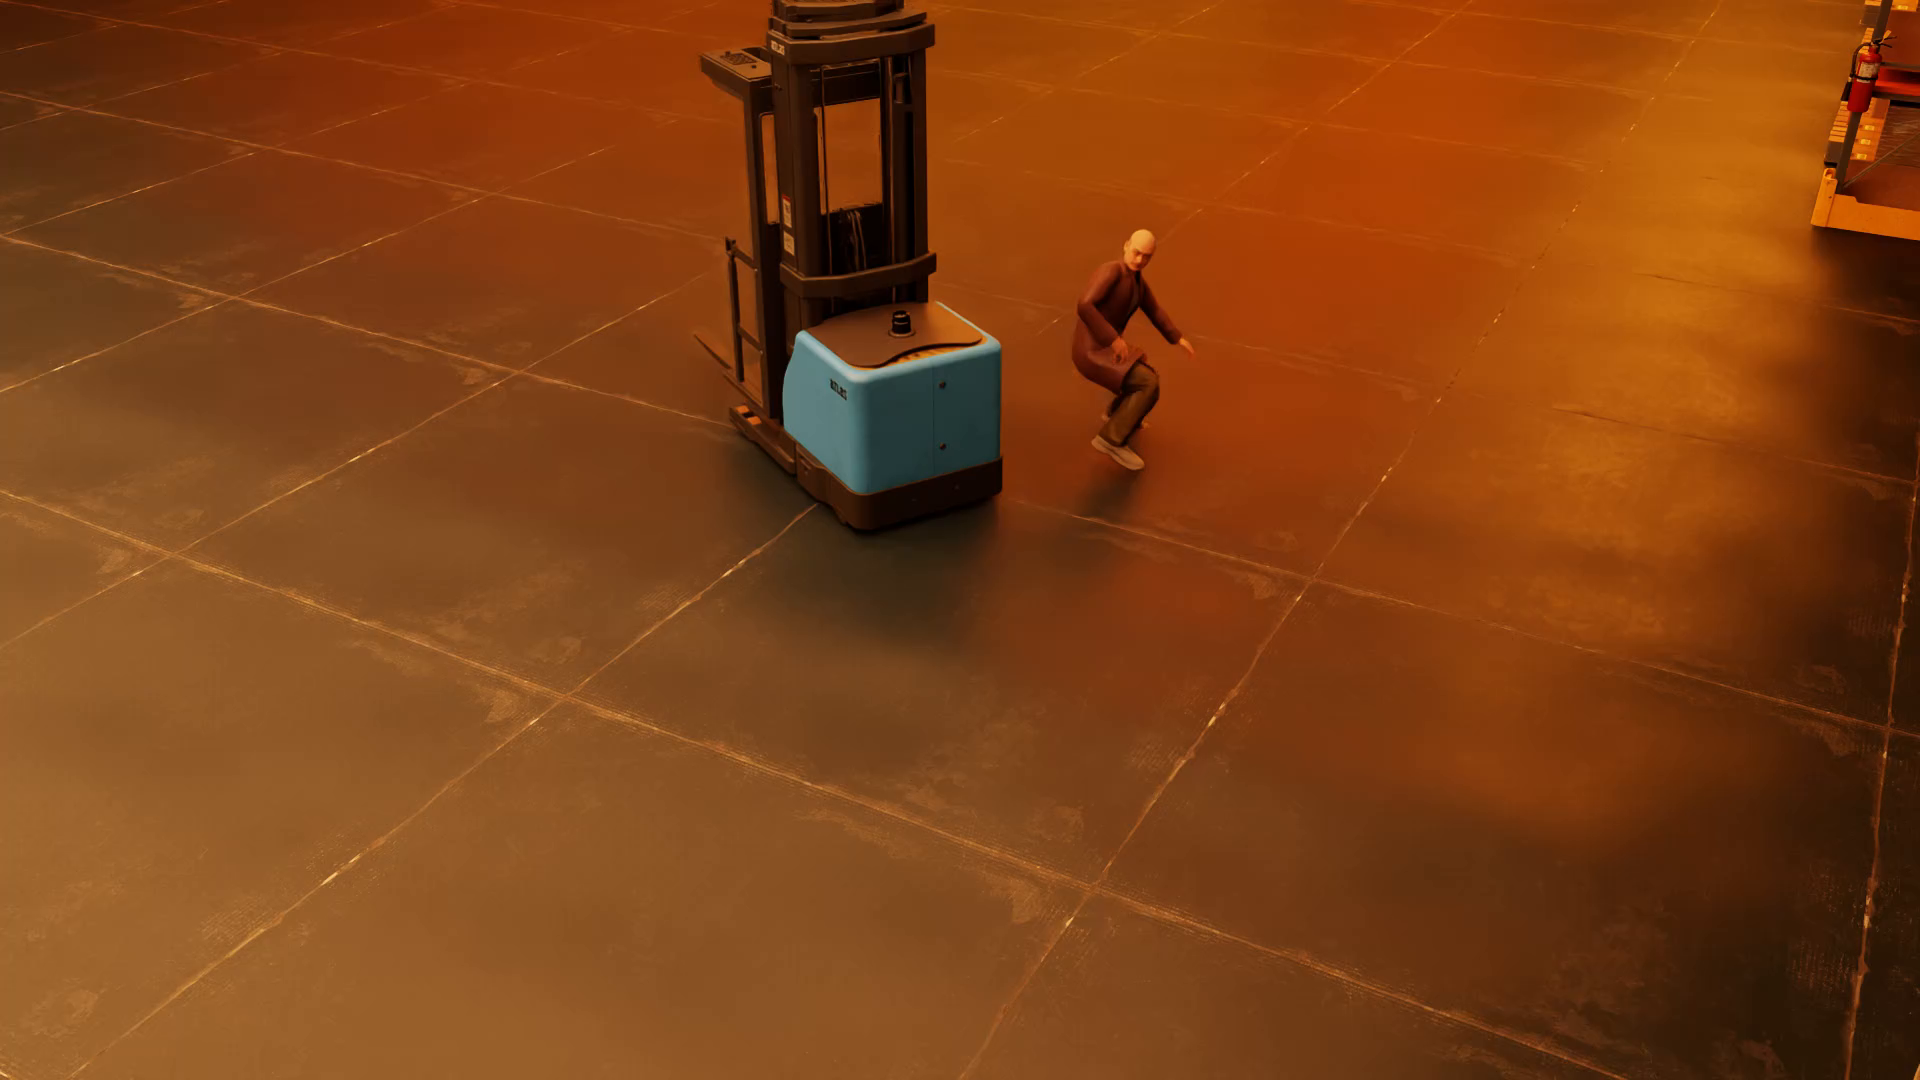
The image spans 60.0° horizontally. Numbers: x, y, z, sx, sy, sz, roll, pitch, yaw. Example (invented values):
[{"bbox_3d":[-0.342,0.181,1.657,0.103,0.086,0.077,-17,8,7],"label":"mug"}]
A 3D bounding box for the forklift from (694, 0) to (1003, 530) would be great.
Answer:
[{"bbox_3d":[-0.908,-2.034,10.595,1.130,2.935,3.031,-16,34,-26],"label":"forklift"}]

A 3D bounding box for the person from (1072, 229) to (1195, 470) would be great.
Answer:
[{"bbox_3d":[1.100,-1.226,10.692,0.711,1.555,0.898,10,31,16],"label":"person"}]
